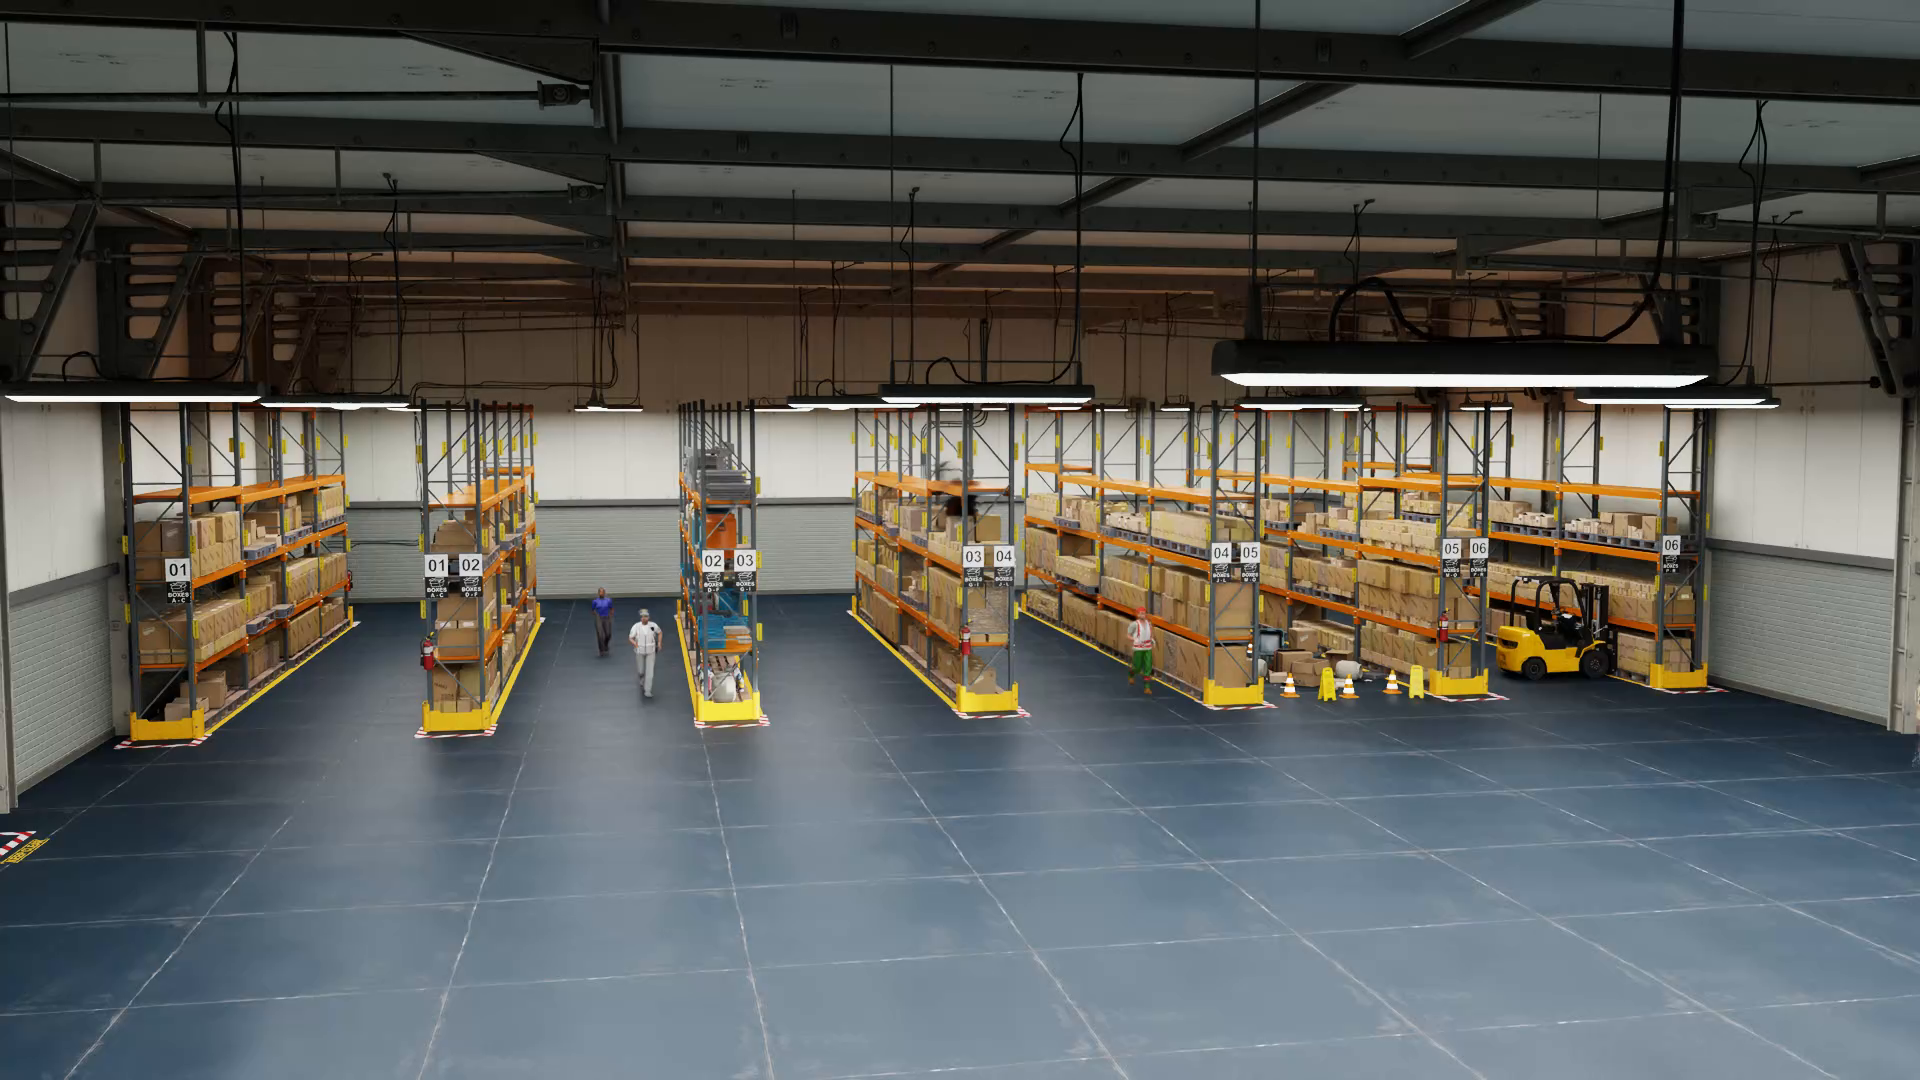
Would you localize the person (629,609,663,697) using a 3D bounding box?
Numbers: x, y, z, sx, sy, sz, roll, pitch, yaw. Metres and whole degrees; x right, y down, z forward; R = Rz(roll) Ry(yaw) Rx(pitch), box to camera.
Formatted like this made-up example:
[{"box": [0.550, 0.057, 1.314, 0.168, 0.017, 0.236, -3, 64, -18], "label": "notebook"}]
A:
[{"box": [-6.420, 2.278, 34.002, 0.678, 1.747, 0.992, -1, 4, -11], "label": "person"}]

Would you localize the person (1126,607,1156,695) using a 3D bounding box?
[{"box": [3.740, 2.250, 34.098, 0.658, 1.768, 0.946, -2, 5, -20], "label": "person"}]

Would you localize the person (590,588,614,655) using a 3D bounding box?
[{"box": [-8.484, 1.936, 39.494, 0.570, 1.609, 0.568, -2, 5, -19], "label": "person"}]
